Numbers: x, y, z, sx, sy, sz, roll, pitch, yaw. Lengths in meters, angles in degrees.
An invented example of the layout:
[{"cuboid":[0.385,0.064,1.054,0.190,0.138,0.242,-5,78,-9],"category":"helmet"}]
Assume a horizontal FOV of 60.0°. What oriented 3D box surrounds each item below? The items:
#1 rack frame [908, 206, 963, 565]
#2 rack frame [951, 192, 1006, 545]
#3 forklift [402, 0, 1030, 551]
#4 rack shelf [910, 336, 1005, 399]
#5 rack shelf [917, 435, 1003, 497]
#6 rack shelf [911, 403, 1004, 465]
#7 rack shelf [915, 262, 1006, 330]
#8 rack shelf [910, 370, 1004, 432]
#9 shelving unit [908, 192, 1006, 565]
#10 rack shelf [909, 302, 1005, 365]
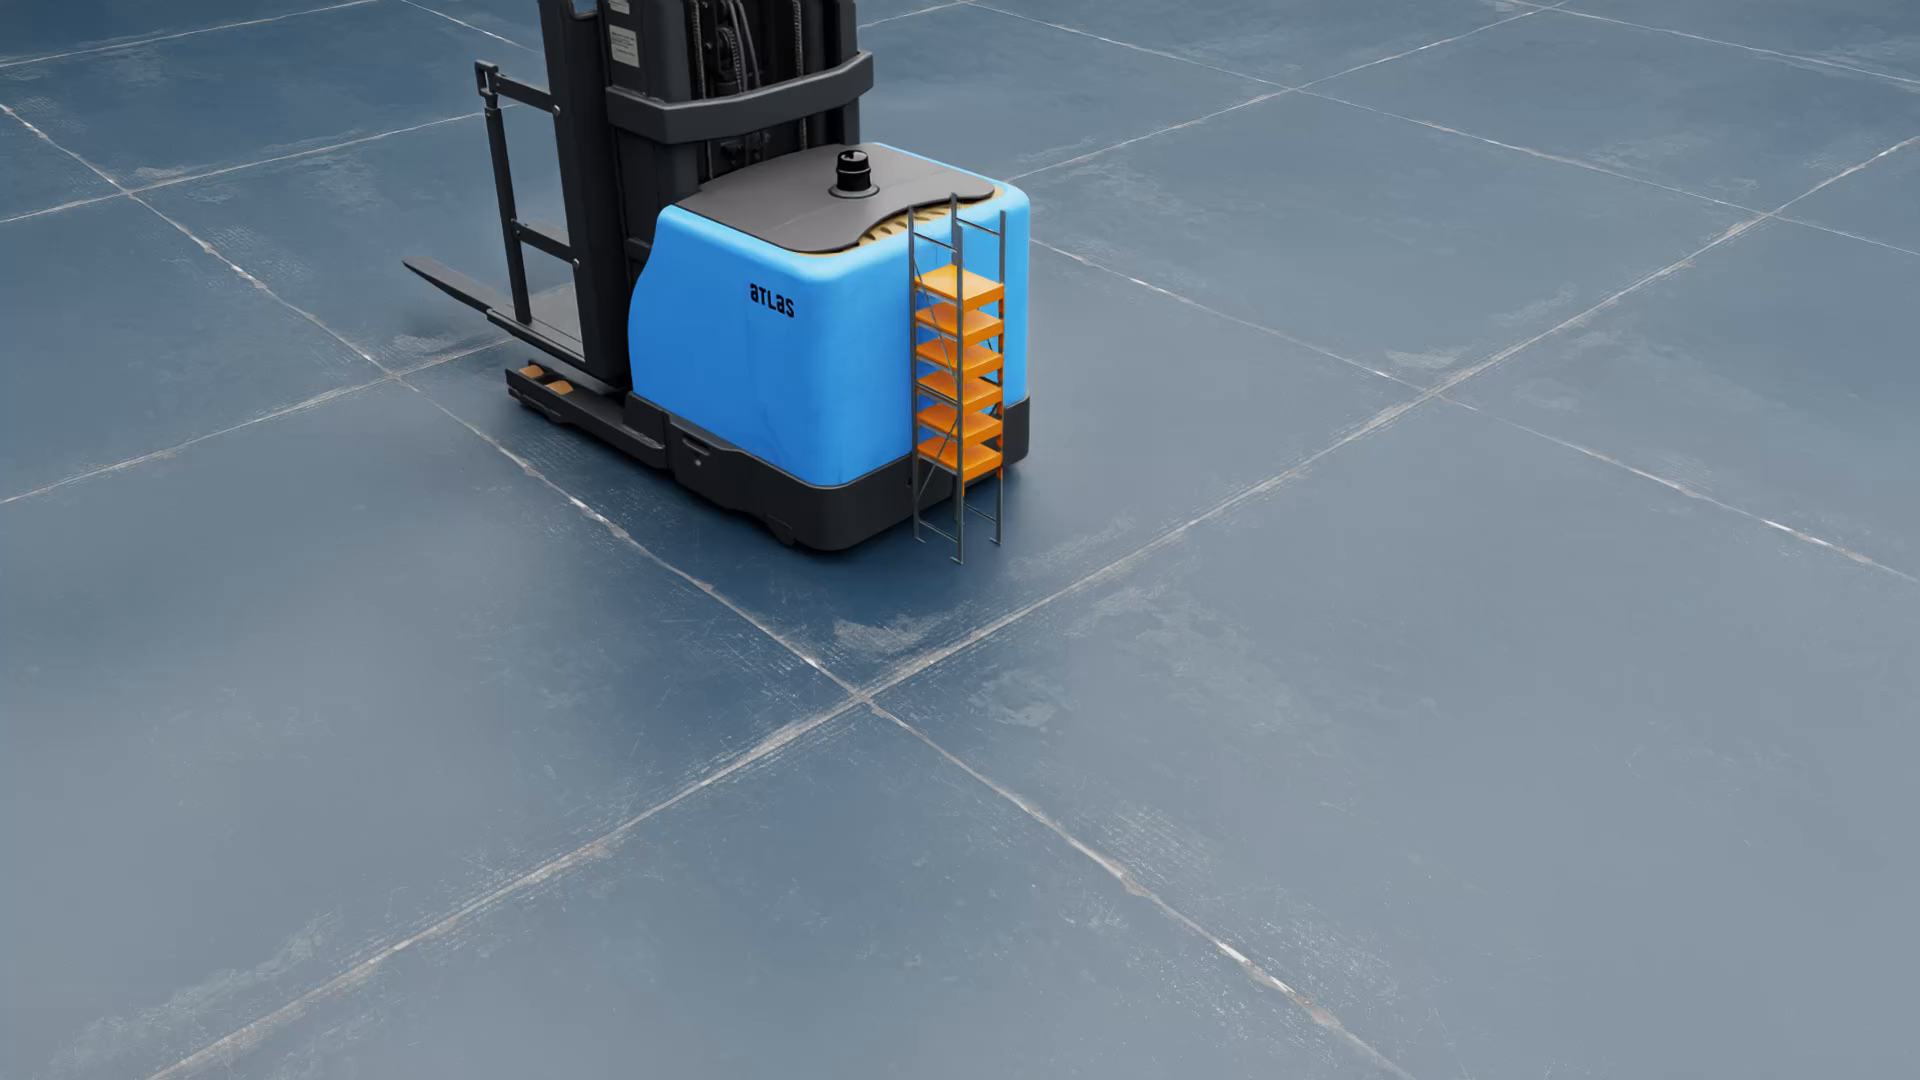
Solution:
[{"cuboid":[-0.076,-0.473,5.374,0.006,1.200,0.240,-26,40,-36],"category":"rack frame"},{"cuboid":[0.057,-0.539,5.481,0.006,1.200,0.240,-26,40,-36],"category":"rack frame"},{"cuboid":[-1.153,-1.877,6.010,3.031,2.935,1.130,27,40,37],"category":"forklift"},{"cuboid":[-0.010,-0.571,5.388,0.180,0.103,0.258,-26,40,-36],"category":"rack shelf"},{"cuboid":[-0.009,-0.264,5.576,0.180,0.103,0.258,-26,40,-36],"category":"rack shelf"},{"cuboid":[-0.009,-0.366,5.513,0.180,0.103,0.258,-26,40,-36],"category":"rack shelf"},{"cuboid":[-0.010,-0.776,5.263,0.180,0.103,0.258,-26,40,-36],"category":"rack shelf"},{"cuboid":[-0.009,-0.468,5.451,0.180,0.103,0.258,-26,40,-36],"category":"rack shelf"},{"cuboid":[-0.009,-0.506,5.428,0.189,1.200,0.258,-26,40,-36],"category":"shelving unit"},{"cuboid":[-0.010,-0.673,5.326,0.180,0.103,0.258,-26,40,-36],"category":"rack shelf"}]
